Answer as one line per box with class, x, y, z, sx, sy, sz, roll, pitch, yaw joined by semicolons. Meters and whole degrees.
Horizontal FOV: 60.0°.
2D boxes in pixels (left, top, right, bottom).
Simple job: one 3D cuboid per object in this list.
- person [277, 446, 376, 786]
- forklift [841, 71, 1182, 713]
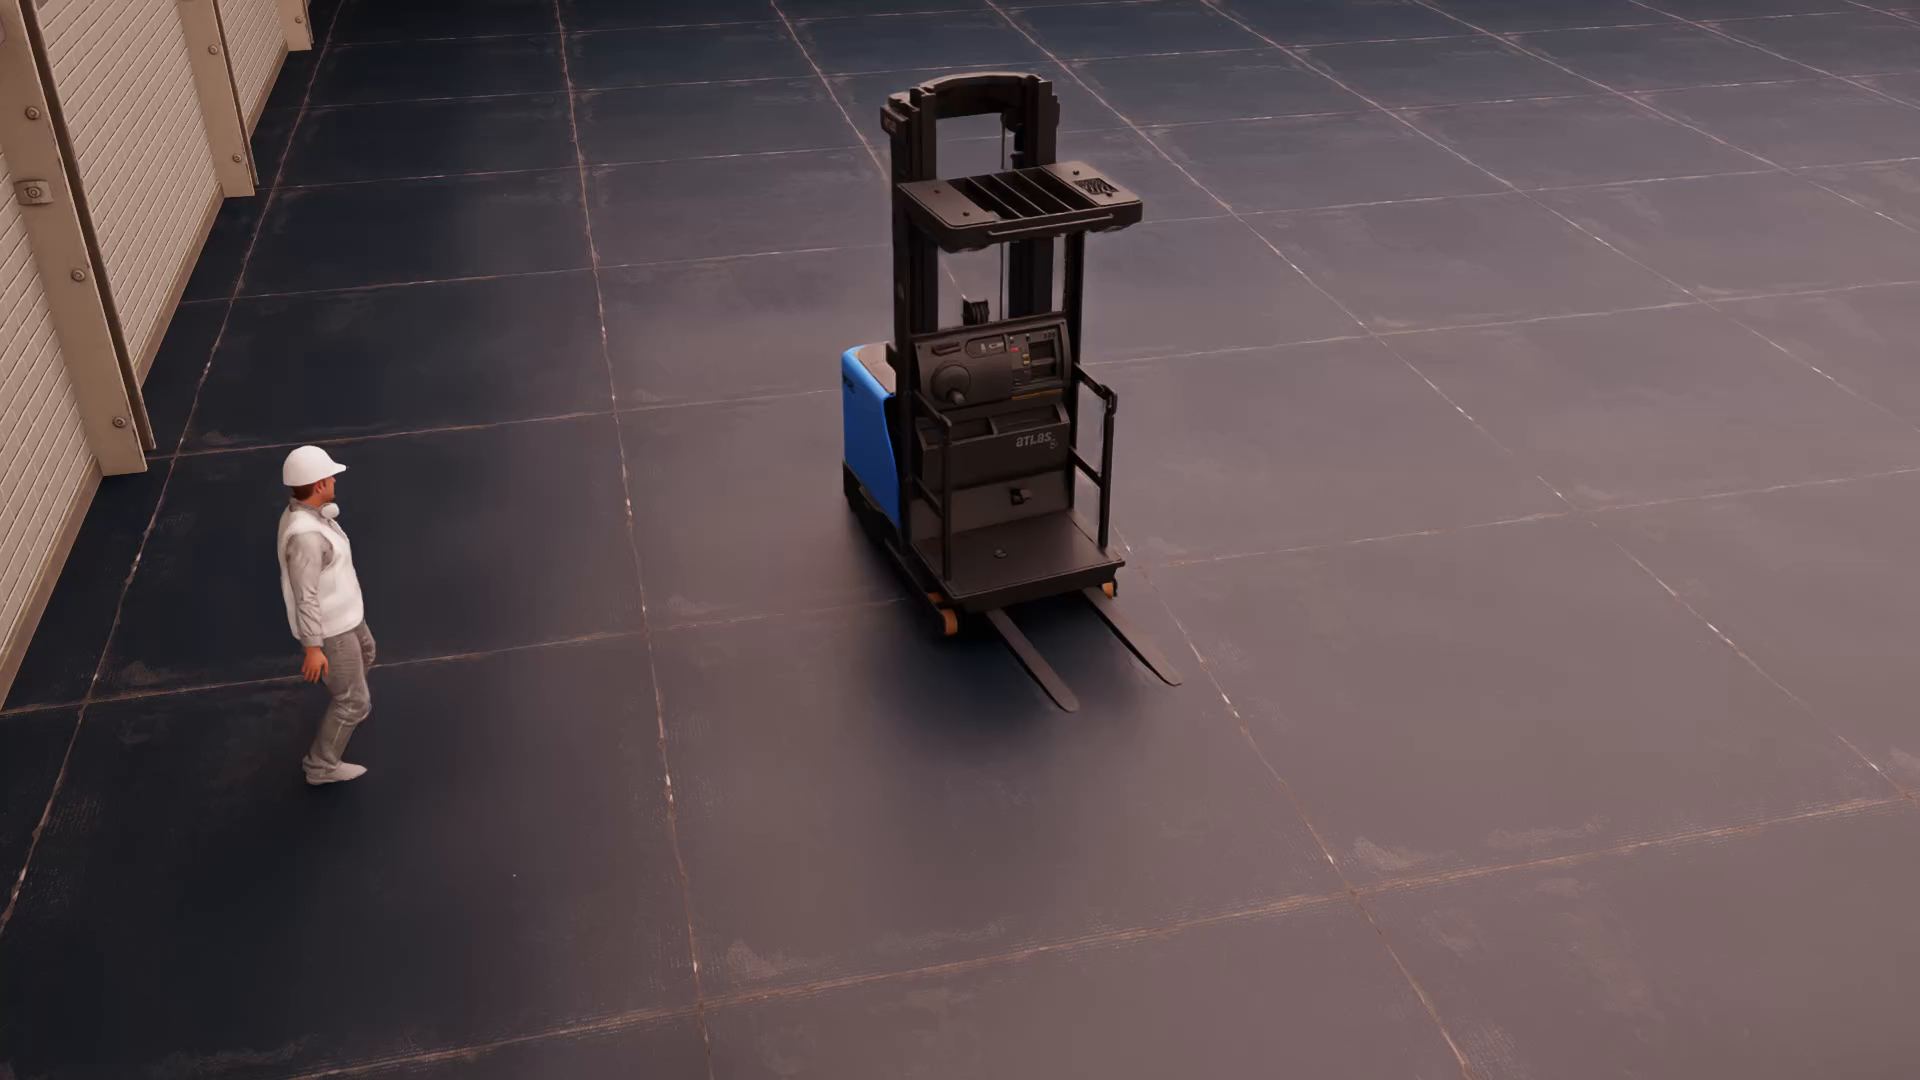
person;-3.126;0.386;8.161;0.474;1.747;0.870;-10;31;-16
forklift;0.276;-0.956;9.226;1.130;2.935;3.031;-12;32;-20
